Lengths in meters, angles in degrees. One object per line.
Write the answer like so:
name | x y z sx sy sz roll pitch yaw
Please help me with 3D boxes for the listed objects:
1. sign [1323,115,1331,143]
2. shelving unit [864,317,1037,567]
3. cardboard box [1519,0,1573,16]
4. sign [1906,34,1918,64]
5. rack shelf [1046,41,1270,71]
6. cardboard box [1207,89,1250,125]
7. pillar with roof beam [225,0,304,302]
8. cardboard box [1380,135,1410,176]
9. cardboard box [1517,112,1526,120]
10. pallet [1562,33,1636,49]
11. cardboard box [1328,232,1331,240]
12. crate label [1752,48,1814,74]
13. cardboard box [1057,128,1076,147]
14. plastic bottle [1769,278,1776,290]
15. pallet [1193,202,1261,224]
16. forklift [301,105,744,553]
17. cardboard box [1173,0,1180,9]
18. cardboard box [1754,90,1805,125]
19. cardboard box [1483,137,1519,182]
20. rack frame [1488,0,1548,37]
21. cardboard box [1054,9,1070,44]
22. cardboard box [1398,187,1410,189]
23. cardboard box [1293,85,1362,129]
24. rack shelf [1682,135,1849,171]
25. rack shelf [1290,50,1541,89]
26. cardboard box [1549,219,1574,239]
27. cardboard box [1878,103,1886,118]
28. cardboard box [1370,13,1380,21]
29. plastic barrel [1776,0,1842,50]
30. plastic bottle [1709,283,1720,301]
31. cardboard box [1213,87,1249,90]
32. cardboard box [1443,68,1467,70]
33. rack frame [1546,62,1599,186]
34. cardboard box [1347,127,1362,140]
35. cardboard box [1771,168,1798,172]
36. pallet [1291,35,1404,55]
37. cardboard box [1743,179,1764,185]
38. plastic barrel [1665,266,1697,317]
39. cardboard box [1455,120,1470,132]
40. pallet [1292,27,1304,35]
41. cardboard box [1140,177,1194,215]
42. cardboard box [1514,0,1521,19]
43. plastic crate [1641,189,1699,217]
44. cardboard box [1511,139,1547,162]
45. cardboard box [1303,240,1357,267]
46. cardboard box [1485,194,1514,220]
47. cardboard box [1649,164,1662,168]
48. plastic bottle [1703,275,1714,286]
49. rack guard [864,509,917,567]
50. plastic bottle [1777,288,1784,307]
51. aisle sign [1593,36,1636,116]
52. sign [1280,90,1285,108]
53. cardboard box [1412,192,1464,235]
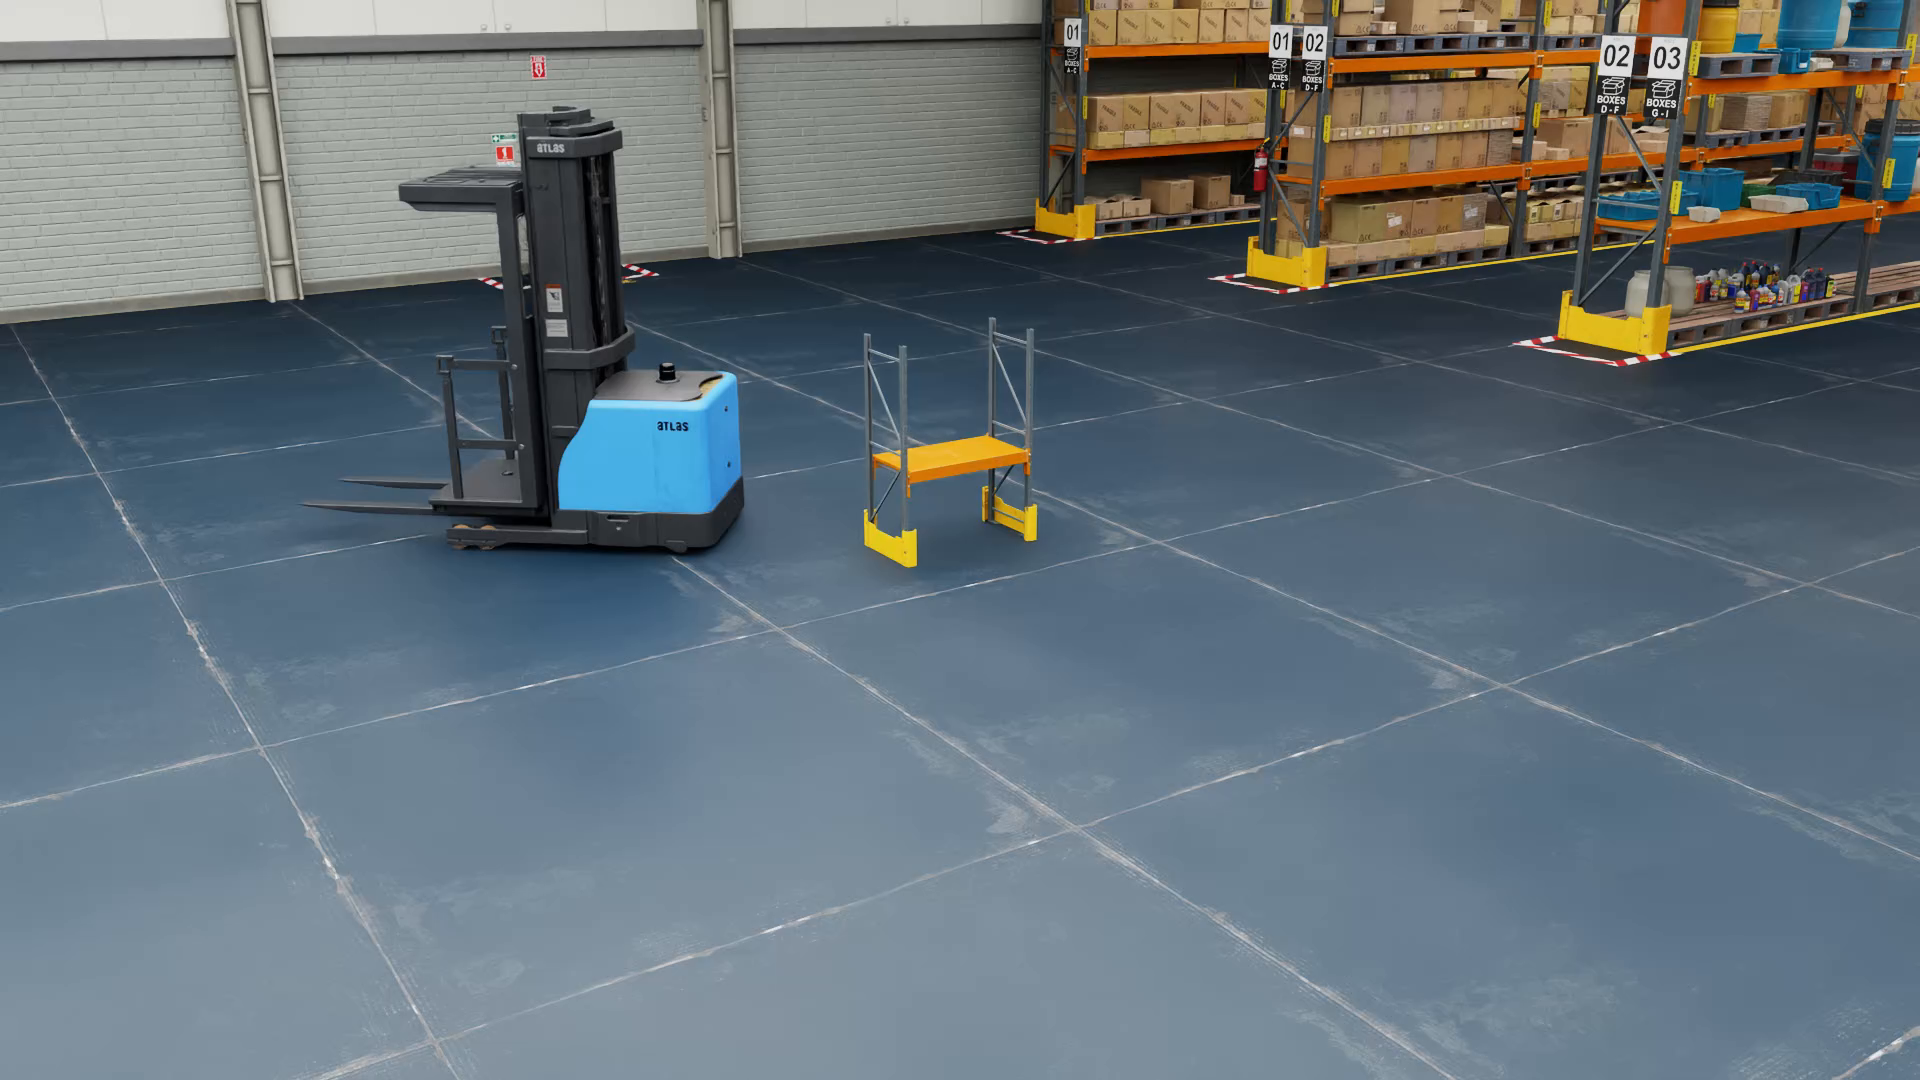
sign | 4.586 -5.138 20.785 0.005 0.325 0.100 -12 22 -31
shelving unit | -0.064 -0.697 11.465 1.083 1.500 0.587 -12 22 -31
cardboard box | 8.164 -7.547 23.109 0.500 0.500 0.500 -12 22 -31
sign | 10.641 -5.495 18.619 0.005 0.325 0.100 -12 22 -31
rack shelf | 3.229 -7.597 25.973 4.000 0.370 1.077 -12 22 -31
cardboard box | 4.261 -6.908 26.525 0.500 0.500 0.500 -12 22 -32
pillar with roof beam | -5.987 -6.096 15.726 0.400 9.000 9.100 -12 22 -31
cardboard box | 5.537 -5.146 22.127 0.500 0.500 0.700 -12 22 -31
cardboard box | 10.141 -7.778 30.429 0.250 0.149 0.380 -11 22 -30
pallet | 9.517 -7.240 24.087 1.213 0.211 1.003 -11 21 -29
cardboard box | 4.982 -4.002 22.535 0.500 0.250 0.500 -12 22 -31
crate label | 8.752 -5.107 17.715 0.408 0.251 0.502 -12 22 -31
cardboard box | 1.842 -6.237 25.714 0.500 0.250 0.500 -12 22 -31
plastic bottle | 9.342 -2.861 19.077 0.133 0.283 0.061 -12 22 -31
pallet | 4.358 -5.421 27.449 1.213 0.211 1.003 -12 22 -31
forklift | -3.141 -1.485 11.560 3.031 2.935 1.130 2 19 6
cardboard box | 3.072 -8.529 25.856 0.500 0.500 0.500 -12 22 -31
cardboard box | 13.250 -7.039 27.069 0.500 0.500 0.700 -8 20 -23
cardboard box | 9.661 -7.001 30.472 0.750 0.750 0.750 -12 22 -32
rack frame | 7.627 -8.387 22.502 0.127 3.000 1.000 -12 22 -31
cardboard box | 1.768 -7.784 25.214 0.500 0.500 0.500 -10 21 -28
cardboard box | 7.667 -6.457 29.378 0.500 0.500 0.700 -12 22 -31
cardboard box | 4.727 -5.590 21.416 0.500 0.500 0.700 -12 22 -31
rack shelf | 12.638 -6.261 26.704 4.000 0.370 1.077 -12 22 -31
rack shelf | 5.956 -6.273 22.056 4.000 0.370 1.077 -12 22 -31
cardboard box | 8.527 -4.536 24.115 0.500 0.250 0.500 -11 22 -30
cardboard box | 15.310 -7.109 27.934 0.500 0.500 0.500 -11 22 -30
cardboard box | 5.103 -6.729 21.641 0.500 0.250 0.500 -12 22 -31
plastic barrel | 9.458 -5.930 18.480 0.708 0.901 0.600 -12 22 -31
plastic bottle | 8.725 -2.870 19.232 0.097 0.201 0.097 0 19 0
cardboard box | 4.392 -7.136 27.201 0.500 0.500 0.500 -13 22 -33
cardboard box | 8.911 -8.366 29.986 0.500 0.250 0.500 -13 22 -33
rack frame | 11.581 -8.278 31.548 0.127 3.000 1.000 -12 22 -31
cardboard box | 4.951 -5.254 21.433 0.250 0.149 0.380 -13 22 -33
cardboard box | 13.770 -5.958 27.902 0.500 0.500 0.500 -13 23 -34
pallet | 4.891 -6.337 21.260 1.213 0.211 1.003 -12 22 -31
cardboard box | 12.361 -5.458 26.422 0.500 0.500 0.500 -12 22 -32
plastic barrel | 7.933 -2.760 18.453 0.421 0.512 0.421 0 19 0
cardboard box | 6.667 -5.616 22.503 0.250 0.149 0.380 -12 22 -32
pallet | 5.473 -8.282 27.167 1.003 0.211 1.213 -12 22 -31
cardboard box | 3.302 -5.503 26.555 0.500 0.500 0.700 -14 23 -35
cardboard box | 9.902 -9.643 30.058 0.500 0.500 0.700 -12 22 -31
plastic crate | 7.806 -3.725 18.313 0.408 0.251 0.499 -12 22 -31
cardboard box | 8.014 -5.572 23.778 0.500 0.250 0.500 -10 21 -28
cardboard box | 4.856 -3.772 21.855 0.500 0.250 0.500 -12 22 -31
cardboard box | 7.807 -4.855 24.184 0.500 0.311 0.500 -12 22 -31
cardboard box | 13.554 -7.671 32.998 0.500 0.500 0.700 -13 22 -33
plastic bottle | 8.641 -2.935 19.309 0.135 0.276 0.152 -13 22 -33
rack guard | -0.480 -0.017 11.406 0.087 0.250 0.587 -12 22 -31
plastic bottle | 9.317 -2.765 18.923 0.097 0.201 0.097 0 19 0
aisle sign | 6.784 -4.813 17.239 0.004 0.787 0.394 -12 22 -31
sign | 5.204 -7.136 26.816 0.005 0.325 0.100 -12 22 -31
cardboard box | 6.520 -4.482 22.786 0.500 0.500 0.500 -12 22 -31
